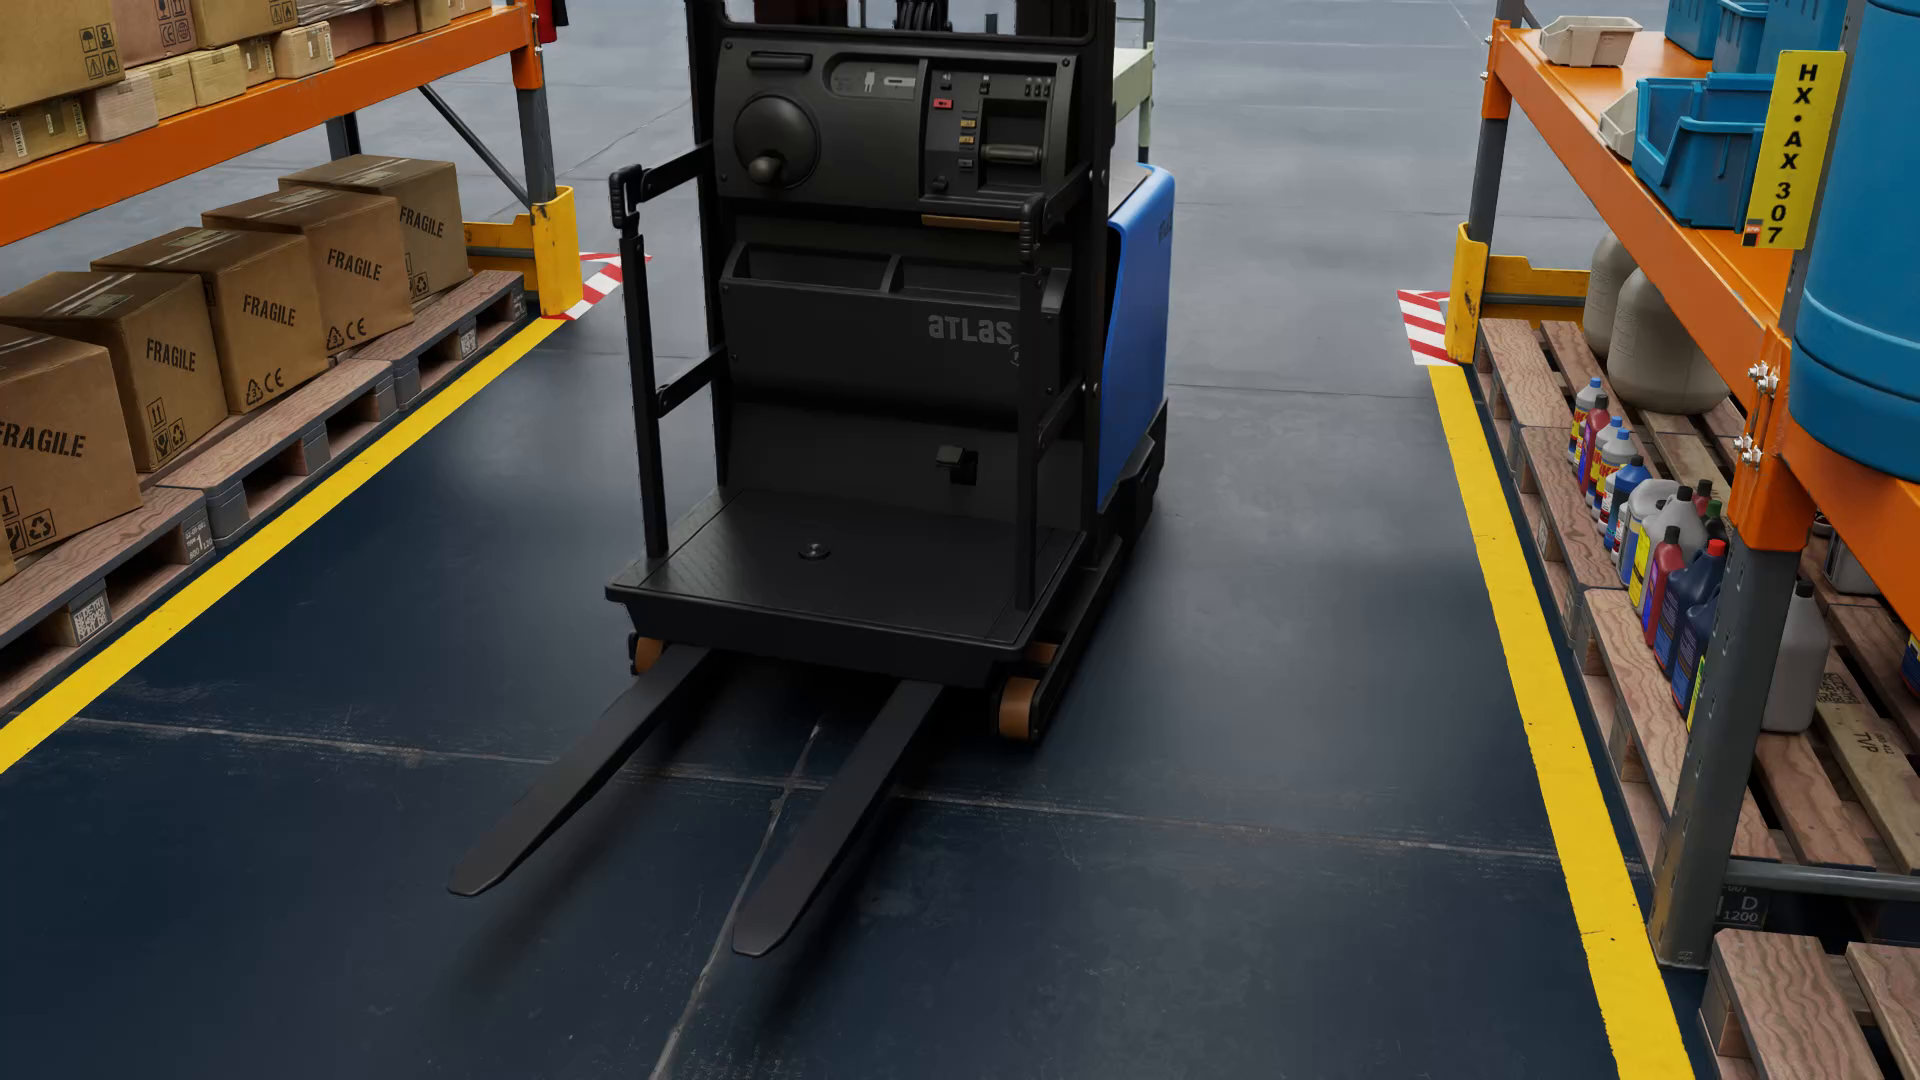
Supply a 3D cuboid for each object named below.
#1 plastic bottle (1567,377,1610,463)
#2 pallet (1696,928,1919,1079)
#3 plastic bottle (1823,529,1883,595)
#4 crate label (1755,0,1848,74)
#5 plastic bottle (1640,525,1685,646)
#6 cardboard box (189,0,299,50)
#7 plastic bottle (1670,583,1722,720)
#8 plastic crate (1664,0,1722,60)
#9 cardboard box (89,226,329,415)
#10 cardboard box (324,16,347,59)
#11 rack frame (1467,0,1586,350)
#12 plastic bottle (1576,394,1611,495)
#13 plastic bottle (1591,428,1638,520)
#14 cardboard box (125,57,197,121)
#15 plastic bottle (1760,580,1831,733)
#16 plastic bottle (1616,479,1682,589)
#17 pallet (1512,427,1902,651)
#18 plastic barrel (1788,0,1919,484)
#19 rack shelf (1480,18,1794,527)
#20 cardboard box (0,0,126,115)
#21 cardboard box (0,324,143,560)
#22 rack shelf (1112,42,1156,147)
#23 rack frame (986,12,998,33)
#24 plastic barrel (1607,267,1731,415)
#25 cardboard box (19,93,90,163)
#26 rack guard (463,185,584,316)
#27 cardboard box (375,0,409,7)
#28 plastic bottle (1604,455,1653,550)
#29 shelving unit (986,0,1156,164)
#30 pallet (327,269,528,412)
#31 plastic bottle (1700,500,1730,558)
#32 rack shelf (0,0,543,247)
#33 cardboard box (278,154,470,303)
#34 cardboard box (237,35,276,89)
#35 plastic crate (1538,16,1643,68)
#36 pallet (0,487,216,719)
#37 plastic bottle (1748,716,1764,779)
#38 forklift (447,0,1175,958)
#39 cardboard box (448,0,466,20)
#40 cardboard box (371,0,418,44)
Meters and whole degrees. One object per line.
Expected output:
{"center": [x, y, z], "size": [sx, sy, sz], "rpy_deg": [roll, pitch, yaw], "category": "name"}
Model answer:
{"center": [1.974, -0.376, 5.215], "size": [0.097, 0.271, 0.097], "rpy_deg": [0, 25, 0], "category": "plastic bottle"}
{"center": [1.834, 1.118, 2.613], "size": [1.003, 0.211, 1.213], "rpy_deg": [4, 25, 9], "category": "pallet"}
{"center": [2.415, -0.007, 4.421], "size": [0.152, 0.276, 0.135], "rpy_deg": [4, 25, 9], "category": "plastic bottle"}
{"center": [2.543, -1.377, 4.611], "size": [0.502, 0.435, 0.616], "rpy_deg": [4, 25, 9], "category": "crate label"}
{"center": [1.761, 0.114, 4.153], "size": [0.061, 0.283, 0.133], "rpy_deg": [6, 26, 12], "category": "plastic bottle"}
{"center": [-2.607, -1.813, 5.115], "size": [0.875, 0.500, 0.500], "rpy_deg": [4, 25, 9], "category": "cardboard box"}
{"center": [1.745, 0.235, 3.816], "size": [0.144, 0.351, 0.185], "rpy_deg": [3, 25, 7], "category": "plastic bottle"}
{"center": [2.791, -1.852, 5.844], "size": [0.499, 0.251, 0.616], "rpy_deg": [4, 25, 9], "category": "plastic crate"}
{"center": [-2.612, -0.778, 5.826], "size": [0.500, 0.500, 0.500], "rpy_deg": [6, 26, 13], "category": "cardboard box"}
{"center": [-2.340, -1.721, 5.685], "size": [0.380, 0.149, 0.250], "rpy_deg": [4, 25, 9], "category": "cardboard box"}
{"center": [2.577, -2.149, 6.304], "size": [1.000, 3.000, 0.127], "rpy_deg": [4, 25, 9], "category": "rack frame"}
{"center": [1.919, -0.288, 5.013], "size": [0.061, 0.283, 0.133], "rpy_deg": [4, 25, 9], "category": "plastic bottle"}
{"center": [1.901, -0.191, 4.819], "size": [0.097, 0.271, 0.097], "rpy_deg": [0, 25, 0], "category": "plastic bottle"}
{"center": [-2.451, -1.299, 4.784], "size": [0.380, 0.149, 0.250], "rpy_deg": [4, 25, 9], "category": "cardboard box"}
{"center": [1.887, 0.245, 3.795], "size": [0.144, 0.351, 0.185], "rpy_deg": [4, 25, 9], "category": "plastic bottle"}
{"center": [1.859, -0.014, 4.436], "size": [0.152, 0.276, 0.135], "rpy_deg": [4, 25, 9], "category": "plastic bottle"}
{"center": [2.272, -0.003, 5.008], "size": [1.003, 0.211, 1.213], "rpy_deg": [4, 25, 9], "category": "pallet"}
{"center": [1.562, -0.563, 2.323], "size": [0.600, 0.901, 0.708], "rpy_deg": [4, 25, 9], "category": "plastic barrel"}
{"center": [2.250, -0.987, 4.669], "size": [1.077, 0.370, 4.000], "rpy_deg": [4, 25, 9], "category": "rack shelf"}
{"center": [-2.712, -1.390, 4.213], "size": [0.875, 0.500, 0.500], "rpy_deg": [4, 25, 9], "category": "cardboard box"}
{"center": [-2.772, -0.282, 4.768], "size": [0.500, 0.500, 0.500], "rpy_deg": [13, 28, 25], "category": "cardboard box"}
{"center": [0.387, -1.481, 5.725], "size": [0.431, 0.370, 0.720], "rpy_deg": [8, 26, 16], "category": "rack shelf"}
{"center": [0.277, -0.980, 5.574], "size": [0.400, 1.500, 0.023], "rpy_deg": [8, 26, 16], "category": "rack frame"}
{"center": [2.463, -0.723, 5.695], "size": [0.421, 0.512, 0.421], "rpy_deg": [0, 25, 0], "category": "plastic barrel"}
{"center": [-2.532, -1.090, 4.337], "size": [0.380, 0.149, 0.250], "rpy_deg": [4, 25, 9], "category": "cardboard box"}
{"center": [-2.321, -1.329, 7.499], "size": [1.175, 0.500, 0.348], "rpy_deg": [4, 25, 9], "category": "rack guard"}
{"center": [-2.389, -2.227, 6.001], "size": [0.875, 0.500, 0.500], "rpy_deg": [4, 25, 9], "category": "cardboard box"}
{"center": [1.868, -0.106, 4.638], "size": [0.097, 0.271, 0.097], "rpy_deg": [0, 25, 0], "category": "plastic bottle"}
{"center": [0.387, -1.128, 5.891], "size": [0.431, 1.500, 0.755], "rpy_deg": [8, 26, 16], "category": "shelving unit"}
{"center": [-2.489, -0.860, 6.839], "size": [1.003, 0.211, 1.213], "rpy_deg": [4, 25, 9], "category": "pallet"}
{"center": [1.934, 0.046, 4.298], "size": [0.061, 0.283, 0.133], "rpy_deg": [4, 25, 9], "category": "plastic bottle"}
{"center": [-2.636, -1.330, 5.402], "size": [1.077, 0.370, 4.000], "rpy_deg": [4, 25, 9], "category": "rack shelf"}
{"center": [-2.428, -1.291, 6.922], "size": [0.500, 0.500, 0.500], "rpy_deg": [9, 27, 18], "category": "cardboard box"}
{"center": [-2.403, -1.511, 5.236], "size": [0.380, 0.149, 0.250], "rpy_deg": [4, 25, 9], "category": "cardboard box"}
{"center": [2.114, -1.678, 5.607], "size": [0.298, 0.136, 0.250], "rpy_deg": [4, 25, 9], "category": "plastic crate"}
{"center": [-2.888, 0.160, 4.659], "size": [1.003, 0.211, 1.213], "rpy_deg": [4, 25, 9], "category": "pallet"}
{"center": [1.675, 0.418, 3.600], "size": [0.097, 0.201, 0.097], "rpy_deg": [0, 25, 0], "category": "plastic bottle"}
{"center": [-0.235, -1.009, 3.949], "size": [1.130, 2.935, 3.031], "rpy_deg": [8, 26, 16], "category": "forklift"}
{"center": [-2.193, -2.141, 6.581], "size": [0.380, 0.149, 0.250], "rpy_deg": [4, 25, 9], "category": "cardboard box"}
{"center": [-2.240, -1.929, 6.129], "size": [0.380, 0.149, 0.250], "rpy_deg": [4, 25, 9], "category": "cardboard box"}
